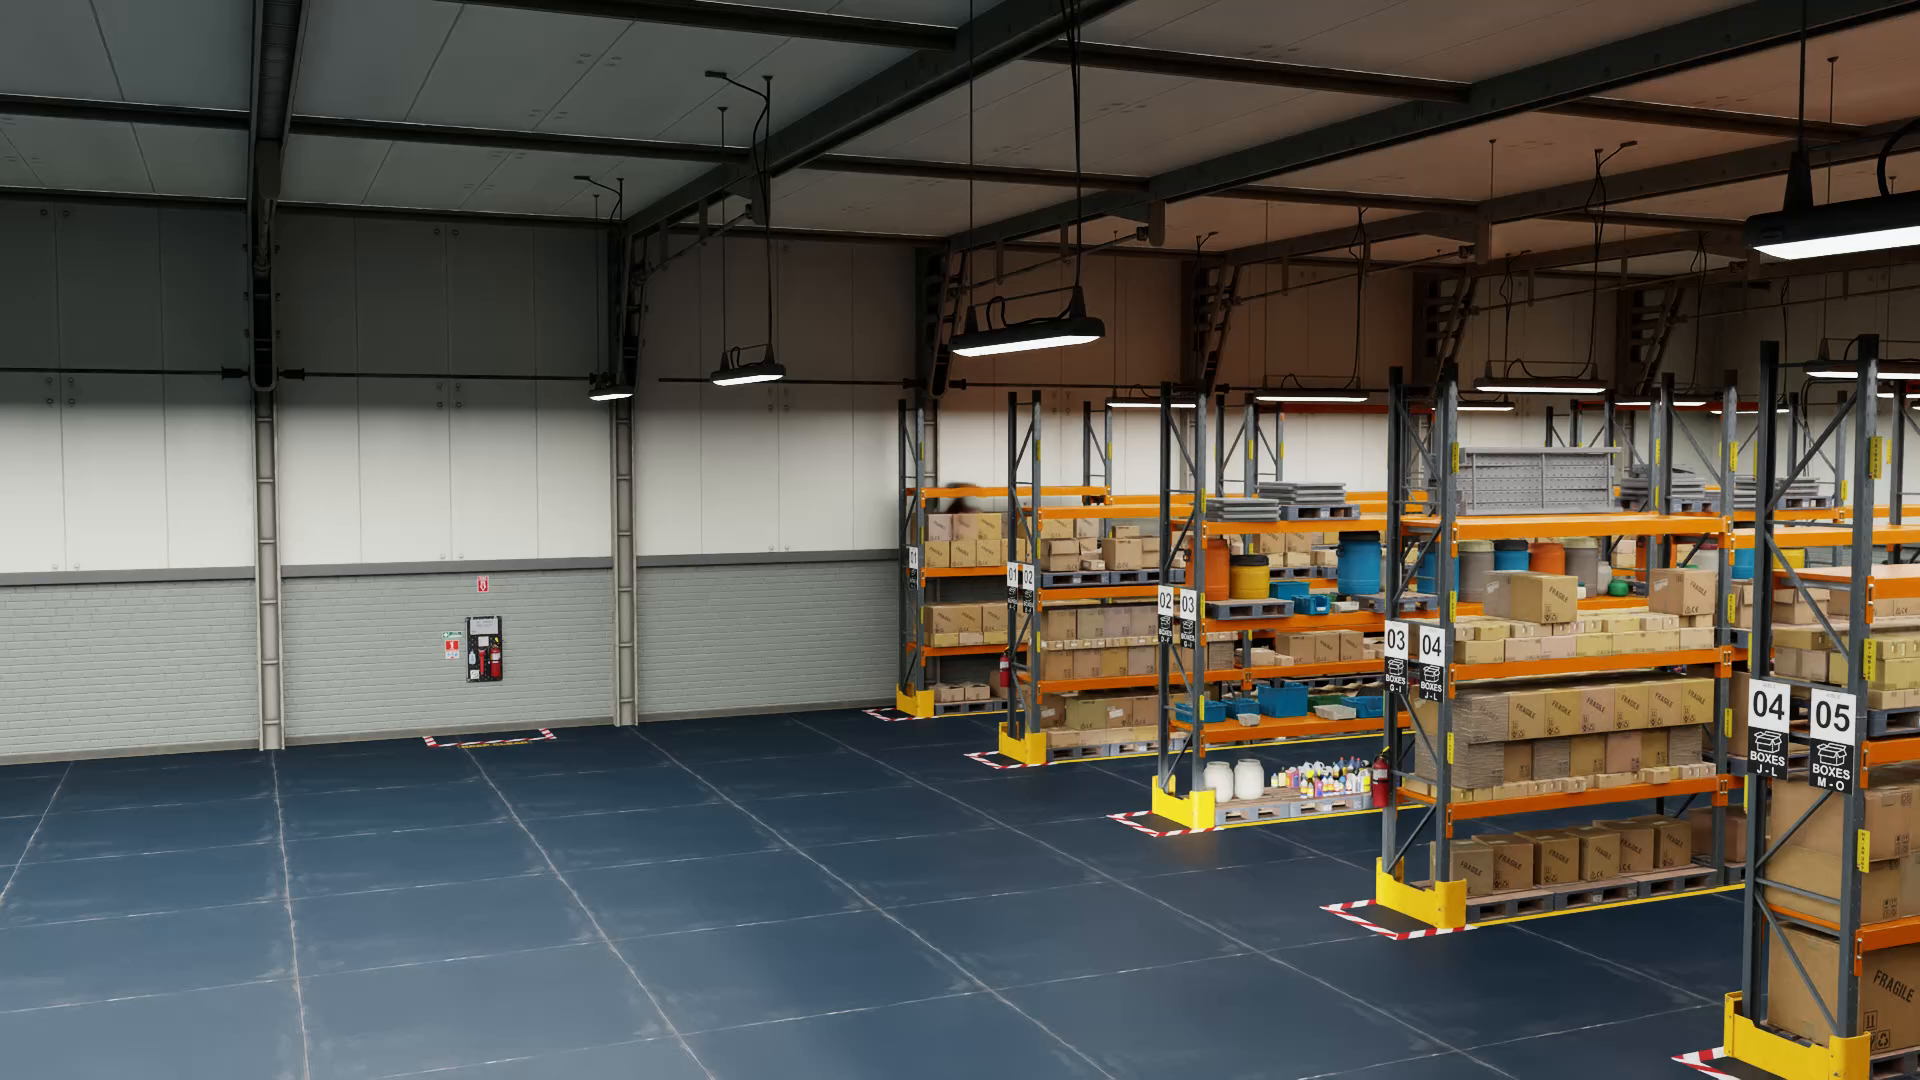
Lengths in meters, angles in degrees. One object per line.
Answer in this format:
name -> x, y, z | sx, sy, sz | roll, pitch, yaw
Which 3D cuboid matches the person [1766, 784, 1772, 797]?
person -> 12.144, 2.911, 24.263 | 1.066, 1.681, 0.488 | -2, 4, -28
